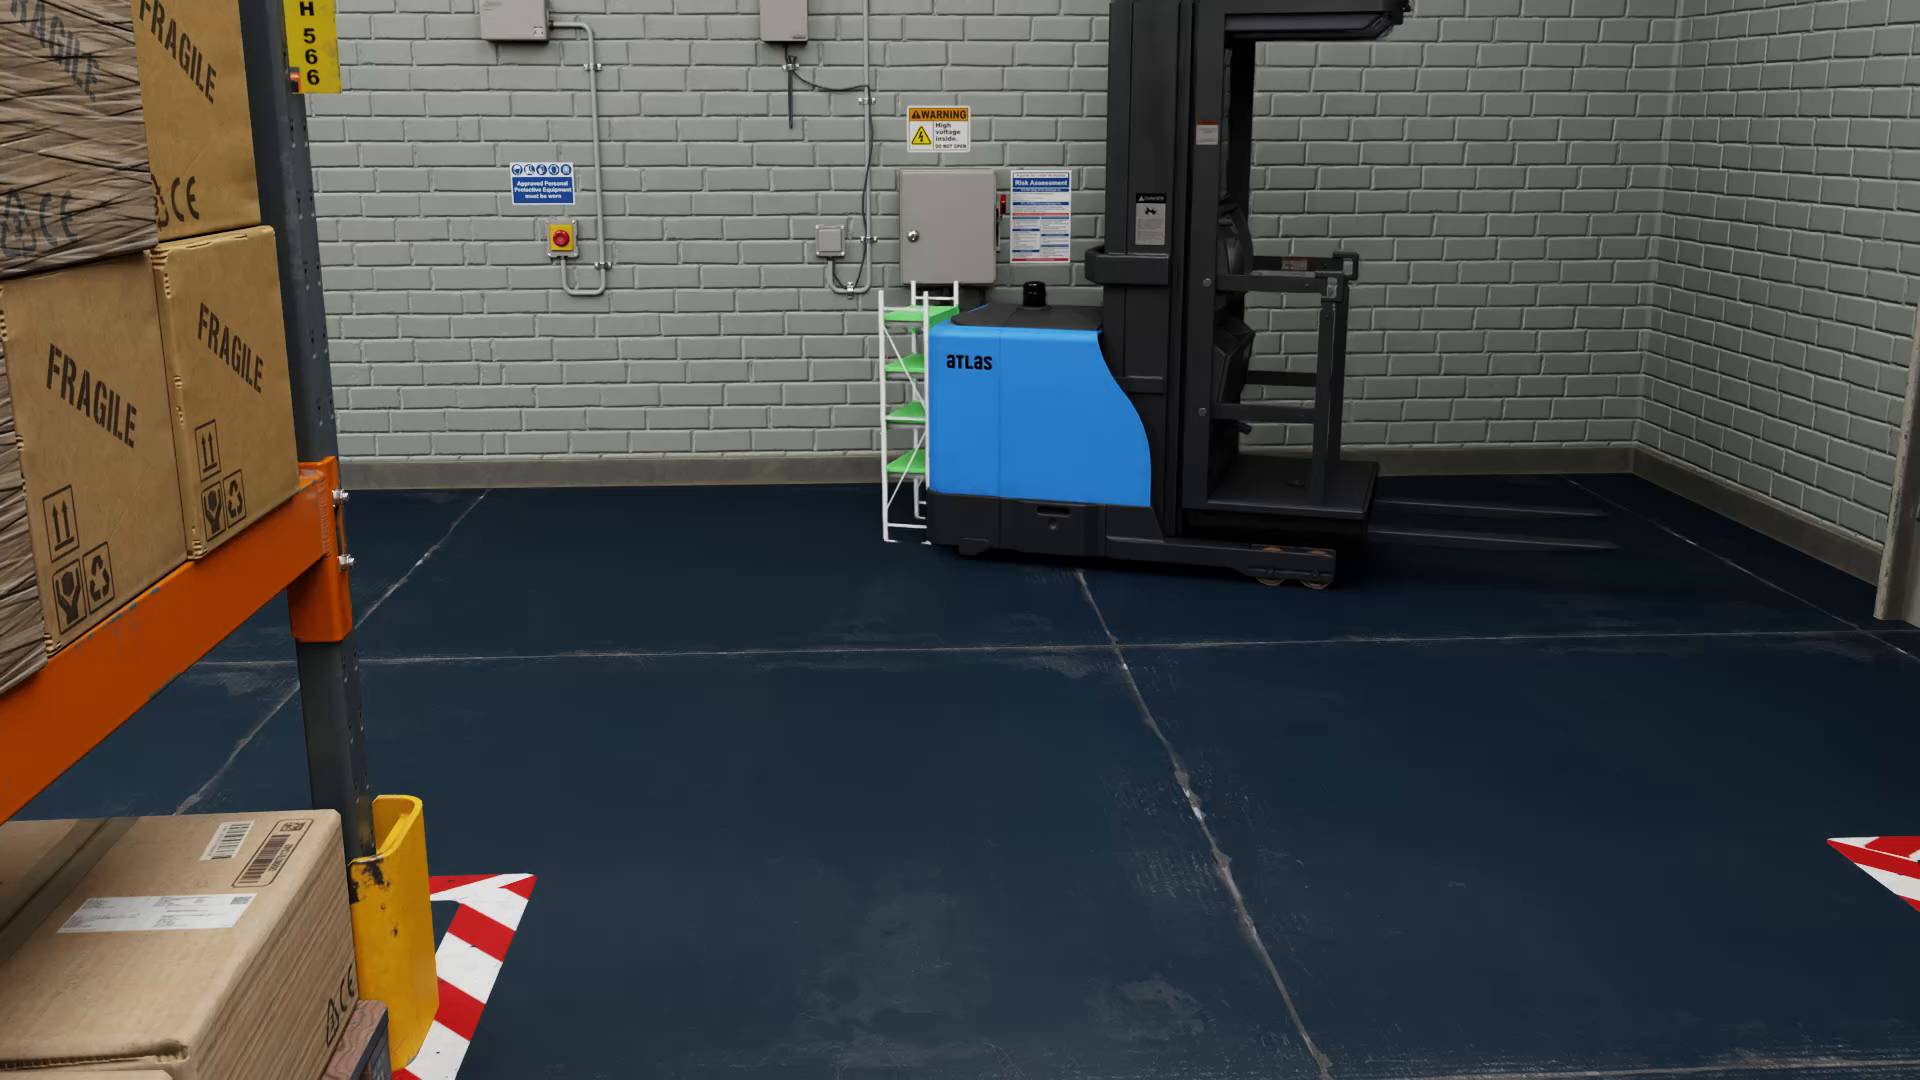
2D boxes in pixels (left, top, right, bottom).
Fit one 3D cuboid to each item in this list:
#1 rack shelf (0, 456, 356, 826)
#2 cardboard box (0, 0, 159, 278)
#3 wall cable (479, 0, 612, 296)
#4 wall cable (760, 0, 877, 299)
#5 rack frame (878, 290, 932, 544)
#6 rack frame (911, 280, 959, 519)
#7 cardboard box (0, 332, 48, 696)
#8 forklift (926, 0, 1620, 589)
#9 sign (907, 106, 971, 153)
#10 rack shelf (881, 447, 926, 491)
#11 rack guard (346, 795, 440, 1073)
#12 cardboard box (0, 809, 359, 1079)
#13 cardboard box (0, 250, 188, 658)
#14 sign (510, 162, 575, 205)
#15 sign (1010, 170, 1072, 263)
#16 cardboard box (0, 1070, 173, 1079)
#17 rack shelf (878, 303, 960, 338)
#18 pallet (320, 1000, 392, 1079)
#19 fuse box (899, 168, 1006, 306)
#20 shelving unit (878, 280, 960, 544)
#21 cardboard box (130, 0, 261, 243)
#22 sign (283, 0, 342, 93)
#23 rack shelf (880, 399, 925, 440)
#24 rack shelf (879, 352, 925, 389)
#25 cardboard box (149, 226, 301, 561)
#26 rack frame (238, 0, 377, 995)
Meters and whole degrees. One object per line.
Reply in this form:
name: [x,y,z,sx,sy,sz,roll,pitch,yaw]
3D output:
rack shelf: [-1.654,0.513,1.458,1.077,0.370,4.000,-1,14,-3]
cardboard box: [-1.449,-0.620,2.210,0.500,0.500,0.500,-1,14,-3]
wall cable: [-2.151,-2.242,8.620,0.585,1.953,0.123,-1,14,-3]
wall cable: [-0.736,-2.252,8.721,0.588,1.984,0.122,-1,14,-3]
rack frame: [-0.256,-0.569,7.825,0.240,1.200,0.015,4,15,16]
rack frame: [-0.118,-0.686,8.278,0.240,1.200,0.015,4,15,16]
cardboard box: [-1.427,-0.013,1.856,0.500,0.500,0.500,0,14,-2]
forklift: [1.419,-1.355,7.409,3.031,2.935,1.130,4,15,16]
sign: [-0.113,-2.182,8.830,0.339,0.242,0.001,-1,14,-3]
rack shelf: [-0.185,-0.333,8.127,0.258,0.148,0.480,4,15,16]
rack guard: [-1.780,0.871,3.637,1.175,0.500,0.348,-1,14,-3]
cardboard box: [-1.638,0.867,2.937,0.875,0.438,0.875,-1,14,-5]
cardboard box: [-1.468,-0.141,2.353,0.500,0.500,0.500,-1,14,-5]
sign: [-2.203,-1.881,8.773,0.327,0.218,0.001,-1,14,-3]
sign: [0.435,-1.745,8.978,0.329,0.494,0.001,-1,14,-3]
cardboard box: [-1.573,1.094,2.053,0.875,0.438,0.875,0,14,-2]
rack shelf: [-0.191,-1.031,7.949,0.258,0.148,0.480,4,15,16]
pallet: [-1.651,1.215,2.881,1.003,0.211,1.213,-1,14,-3]
fuse box: [-0.045,-1.107,8.896,0.539,1.711,0.414,-1,14,-3]
shelving unit: [-0.187,-0.627,8.052,0.258,1.200,0.503,4,15,16]
cardboard box: [-1.511,-0.750,2.713,0.500,0.500,0.500,0,14,-2]
sign: [-1.236,-1.014,3.147,0.100,0.325,0.005,-1,14,-3]
rack shelf: [-0.187,-0.565,8.067,0.258,0.148,0.480,4,15,16]
rack shelf: [-0.189,-0.798,8.008,0.258,0.148,0.480,4,15,16]
cardboard box: [-1.484,-0.266,2.839,0.500,0.500,0.500,-1,14,-3]
rack frame: [-1.778,-0.333,3.302,1.000,3.000,0.127,-1,14,-3]
